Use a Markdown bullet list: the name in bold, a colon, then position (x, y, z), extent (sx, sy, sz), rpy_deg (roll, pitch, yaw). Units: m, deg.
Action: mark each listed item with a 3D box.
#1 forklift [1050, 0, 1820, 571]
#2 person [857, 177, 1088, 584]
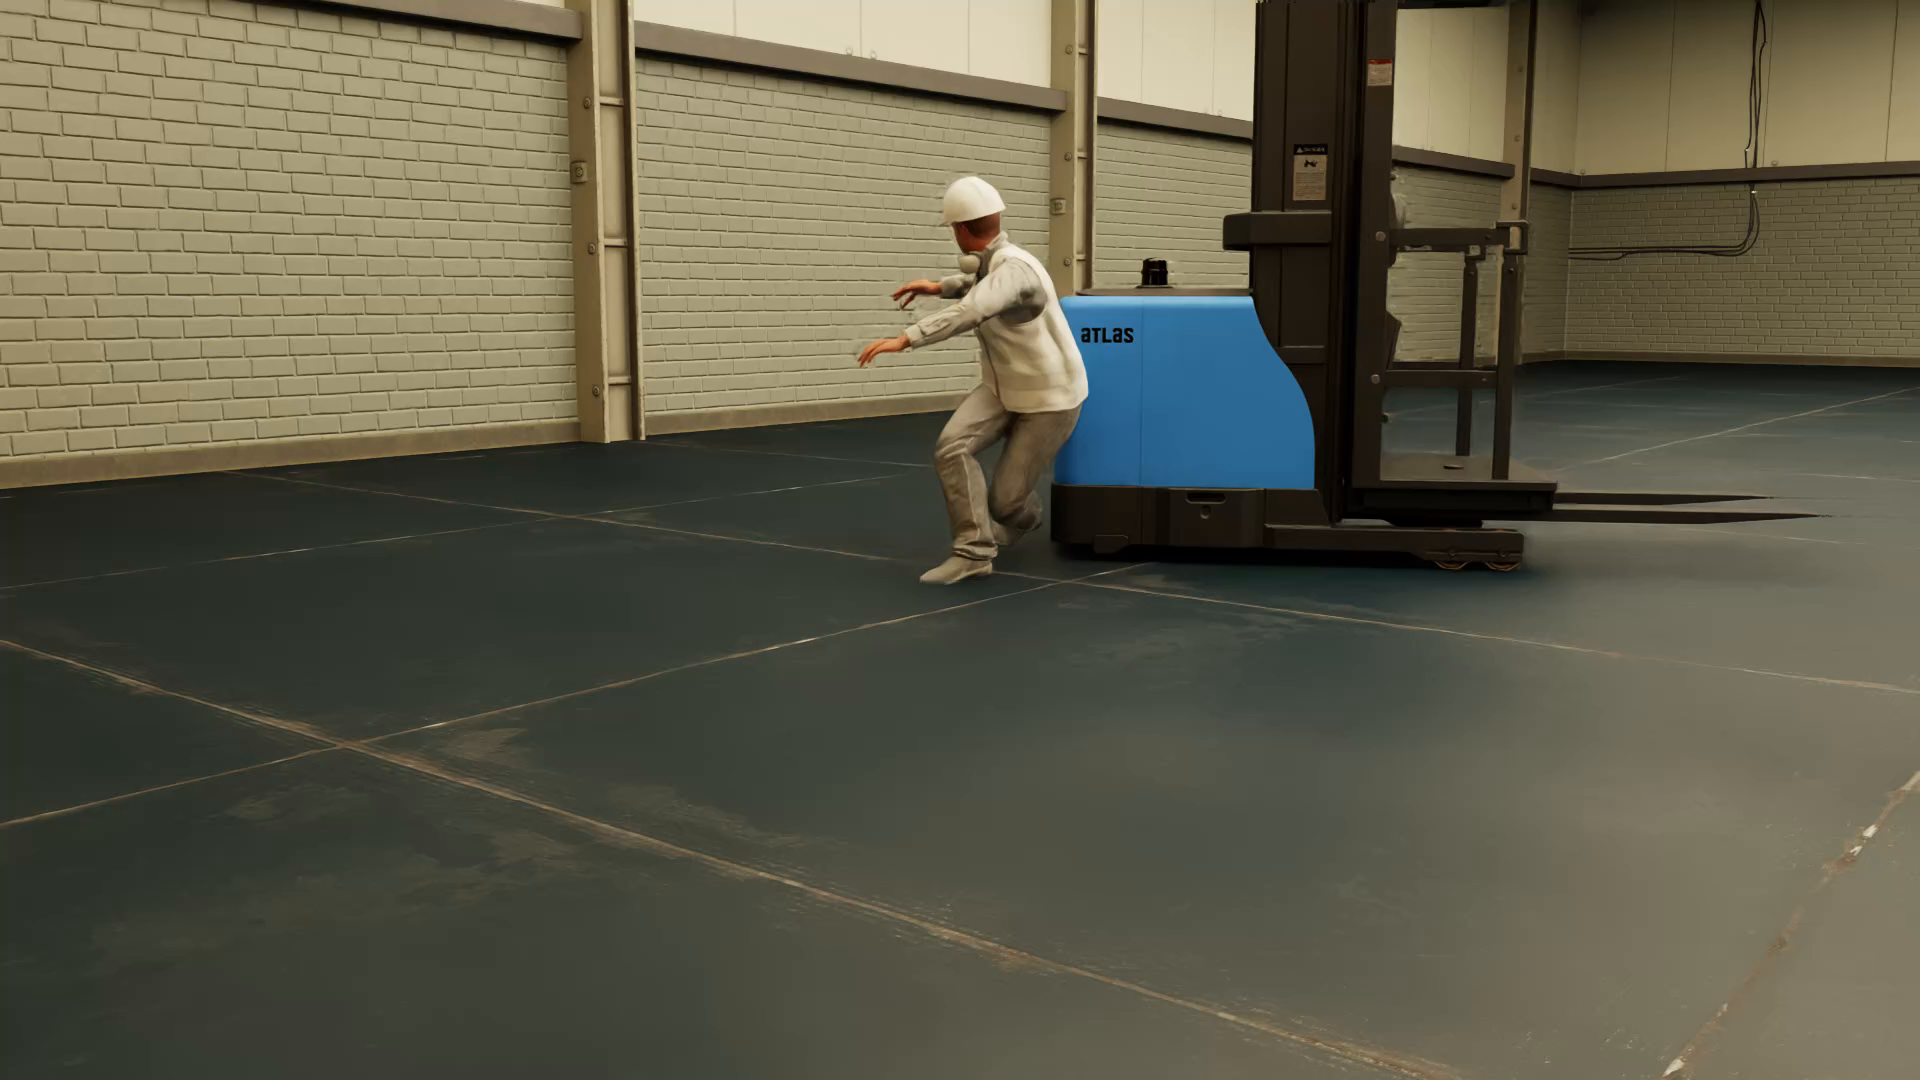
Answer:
- **forklift**: position (1.937, -1.409, 6.908), extent (3.031, 2.935, 1.130), rpy_deg (1, 8, 8)
- **person**: position (-0.026, -0.608, 6.399), extent (1.100, 1.533, 0.848), rpy_deg (-7, 11, -38)
